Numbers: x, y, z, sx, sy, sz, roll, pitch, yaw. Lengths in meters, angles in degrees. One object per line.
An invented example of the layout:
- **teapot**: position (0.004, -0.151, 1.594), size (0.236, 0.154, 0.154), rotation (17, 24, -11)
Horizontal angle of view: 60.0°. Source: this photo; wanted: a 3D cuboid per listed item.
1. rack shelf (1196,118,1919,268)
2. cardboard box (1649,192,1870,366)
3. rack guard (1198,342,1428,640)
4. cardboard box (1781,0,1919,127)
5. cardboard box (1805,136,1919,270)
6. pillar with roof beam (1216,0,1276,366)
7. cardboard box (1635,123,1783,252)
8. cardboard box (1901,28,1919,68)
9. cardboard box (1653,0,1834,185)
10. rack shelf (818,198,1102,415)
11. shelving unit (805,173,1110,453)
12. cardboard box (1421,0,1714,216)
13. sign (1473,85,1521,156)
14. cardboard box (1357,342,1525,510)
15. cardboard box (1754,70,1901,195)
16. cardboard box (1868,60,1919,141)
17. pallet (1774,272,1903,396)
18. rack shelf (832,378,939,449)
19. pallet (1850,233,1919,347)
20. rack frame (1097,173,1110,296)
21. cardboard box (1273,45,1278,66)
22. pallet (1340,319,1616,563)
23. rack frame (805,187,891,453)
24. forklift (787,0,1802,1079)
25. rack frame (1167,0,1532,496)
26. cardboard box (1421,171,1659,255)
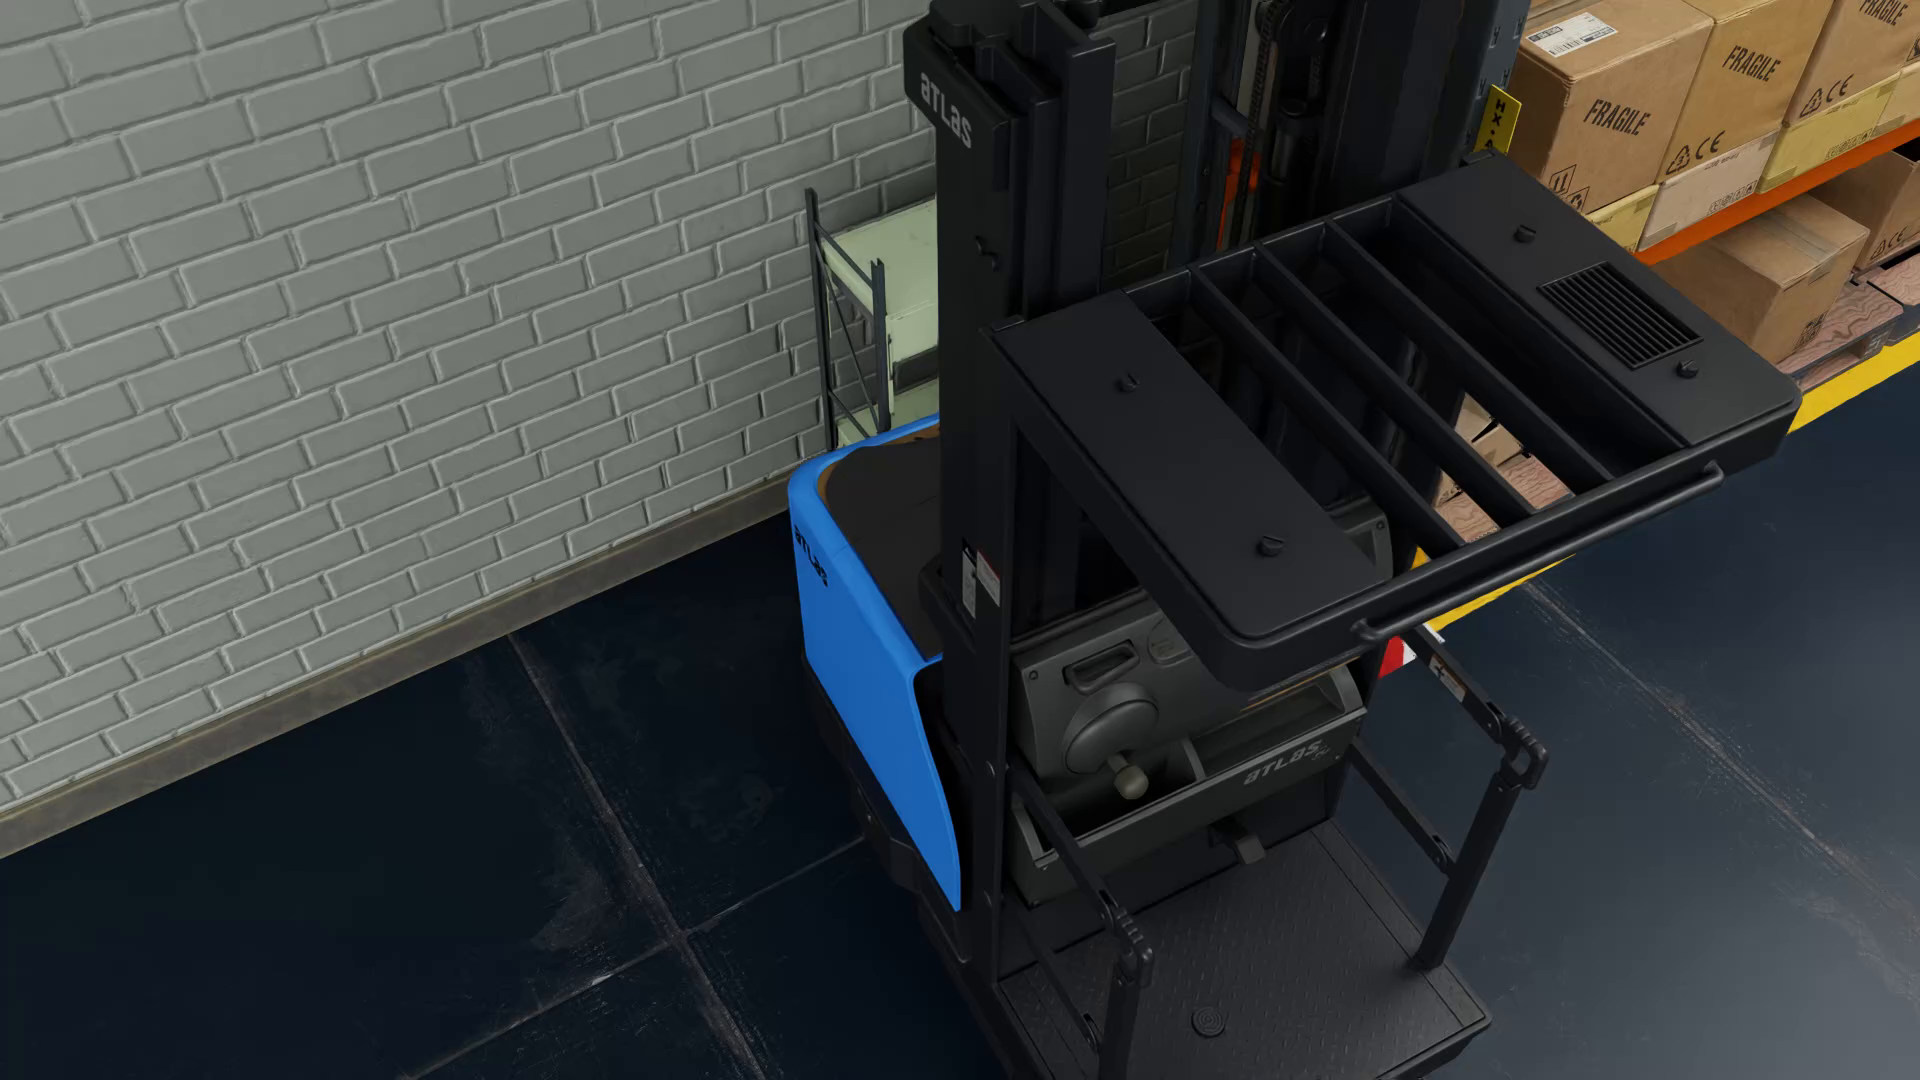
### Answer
- **rack shelf**: position (2.671, -1.543, 5.597), size (4.000, 0.370, 1.077), rotation (-25, 53, -21)
- **cardboard box**: position (2.742, -1.007, 6.018), size (0.500, 0.500, 0.700), rotation (-28, 54, -23)
- **rack guard**: position (1.044, -0.184, 5.580), size (0.348, 0.500, 1.175), rotation (-25, 53, -21)
- **cardboard box**: position (2.408, -1.585, 4.737), size (0.500, 0.500, 0.500), rotation (-27, 54, -22)
- **cardboard box**: position (3.506, -1.456, 6.417), size (0.500, 0.500, 0.500), rotation (-29, 54, -23)
- **pillar with roof beam**: position (3.407, -1.087, 0.692), size (0.400, 9.000, 9.100), rotation (-25, 53, -21)
- **cardboard box**: position (1.993, -1.152, 4.854), size (0.500, 0.250, 0.500), rotation (-27, 54, -22)
- **cardboard box**: position (2.838, -1.798, 4.927), size (0.500, 0.500, 0.500), rotation (-24, 52, -20)
- **cardboard box**: position (1.967, -1.383, 4.558), size (0.500, 0.500, 0.500), rotation (-25, 53, -21)
- **rack shelf**: position (-0.006, -0.756, 4.896), size (0.720, 0.370, 0.431), rotation (-25, 53, -21)
- **shelving unit**: position (-0.006, -0.496, 5.187), size (0.755, 1.500, 0.431), rotation (-25, 53, -21)
- **cardboard box**: position (1.544, -1.192, 4.388), size (0.500, 0.500, 0.500), rotation (-25, 53, -21)
- **sign**: position (1.269, -0.931, 3.991), size (0.005, 0.325, 0.100), rotation (-25, 53, -21)
- **cardboard box**: position (1.613, -0.456, 5.654), size (0.500, 0.311, 0.500), rotation (-31, 55, -25)
- **cardboard box**: position (2.427, -1.351, 5.032), size (0.500, 0.250, 0.500), rotation (-26, 53, -21)
- **cardboard box**: position (2.856, -1.551, 5.210), size (0.500, 0.250, 0.500), rotation (-25, 53, -20)
- **pallet**: position (2.781, -0.873, 6.386), size (1.213, 0.211, 1.003), rotation (-25, 53, -21)
- **rack shelf**: position (-0.006, -0.279, 5.431), size (0.720, 0.370, 0.431), rotation (-25, 53, -21)
- **pallet**: position (3.814, -1.362, 6.822), size (1.213, 0.211, 1.003), rotation (-25, 53, -21)
- **rack frame**: position (0.304, -0.642, 5.317), size (0.023, 1.500, 0.400), rotation (-25, 53, -21)
- **cardboard box**: position (1.265, -1.514, 4.674), size (0.500, 0.500, 0.500), rotation (-26, 53, -21)
- **pallet**: position (1.750, -0.390, 5.956), size (1.213, 0.211, 1.003), rotation (-25, 53, -21)
- **rack frame**: position (-0.315, -0.350, 5.058), size (0.023, 1.500, 0.400), rotation (-25, 53, -21)
- **forklift**: position (0.652, 0.348, 3.478), size (1.130, 2.935, 3.031), rotation (-22, 52, -18)
- **rack frame**: position (0.980, -0.986, 4.619), size (0.127, 3.000, 1.000), rotation (-25, 53, -21)
- **cardboard box**: position (1.562, -0.936, 4.662), size (0.500, 0.250, 0.500), rotation (-27, 54, -22)
